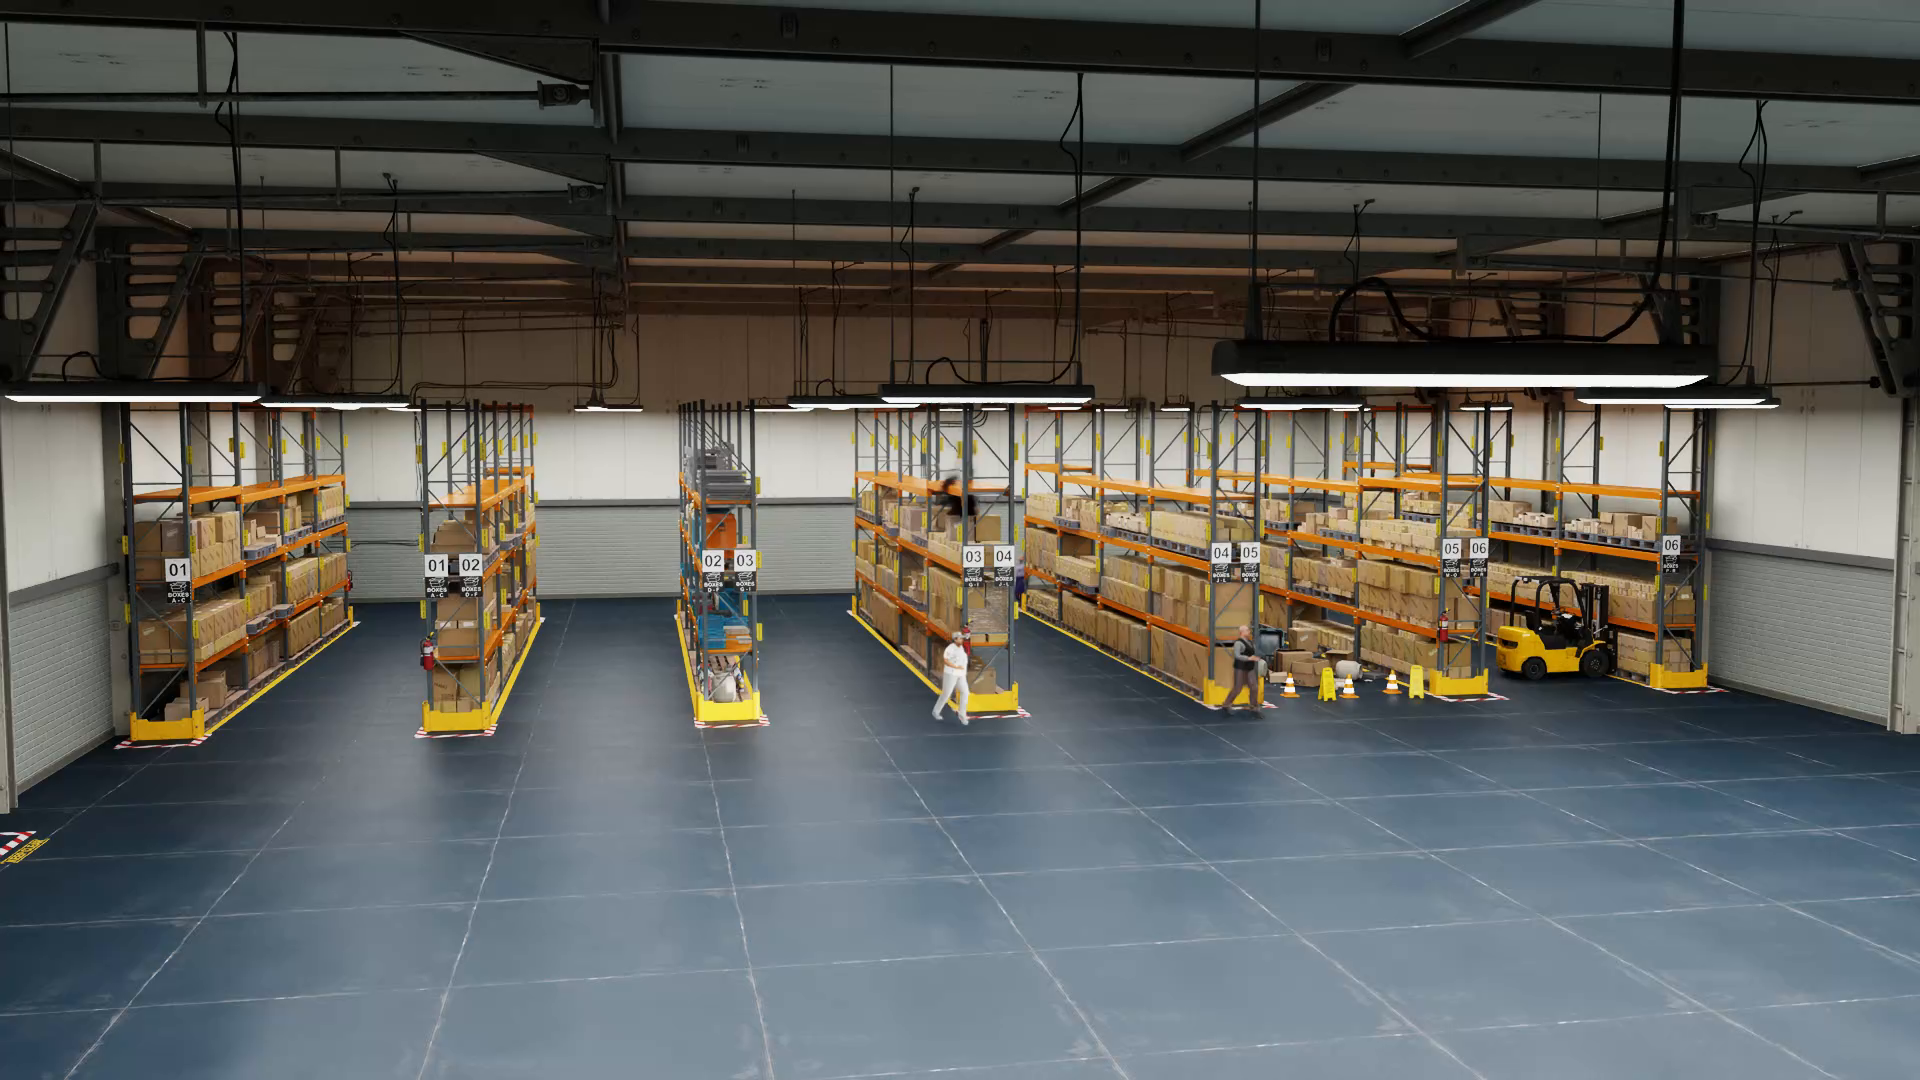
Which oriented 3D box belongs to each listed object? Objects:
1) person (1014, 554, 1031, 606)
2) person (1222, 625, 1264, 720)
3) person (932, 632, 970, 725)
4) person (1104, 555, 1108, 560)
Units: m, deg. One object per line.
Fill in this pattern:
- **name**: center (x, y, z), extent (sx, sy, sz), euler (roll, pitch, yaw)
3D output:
- **person**: center (1.860, 1.194, 49.513), extent (0.543, 1.570, 0.650), euler (-2, 5, -29)
- **person**: center (5.340, 2.485, 31.330), extent (0.845, 1.762, 0.661), euler (4, 6, 42)
- **person**: center (-0.072, 2.557, 31.013), extent (0.773, 1.694, 0.664), euler (4, 6, 42)
- **person**: center (4.155, 1.283, 47.195), extent (0.690, 1.740, 0.669), euler (-1, 5, -19)
